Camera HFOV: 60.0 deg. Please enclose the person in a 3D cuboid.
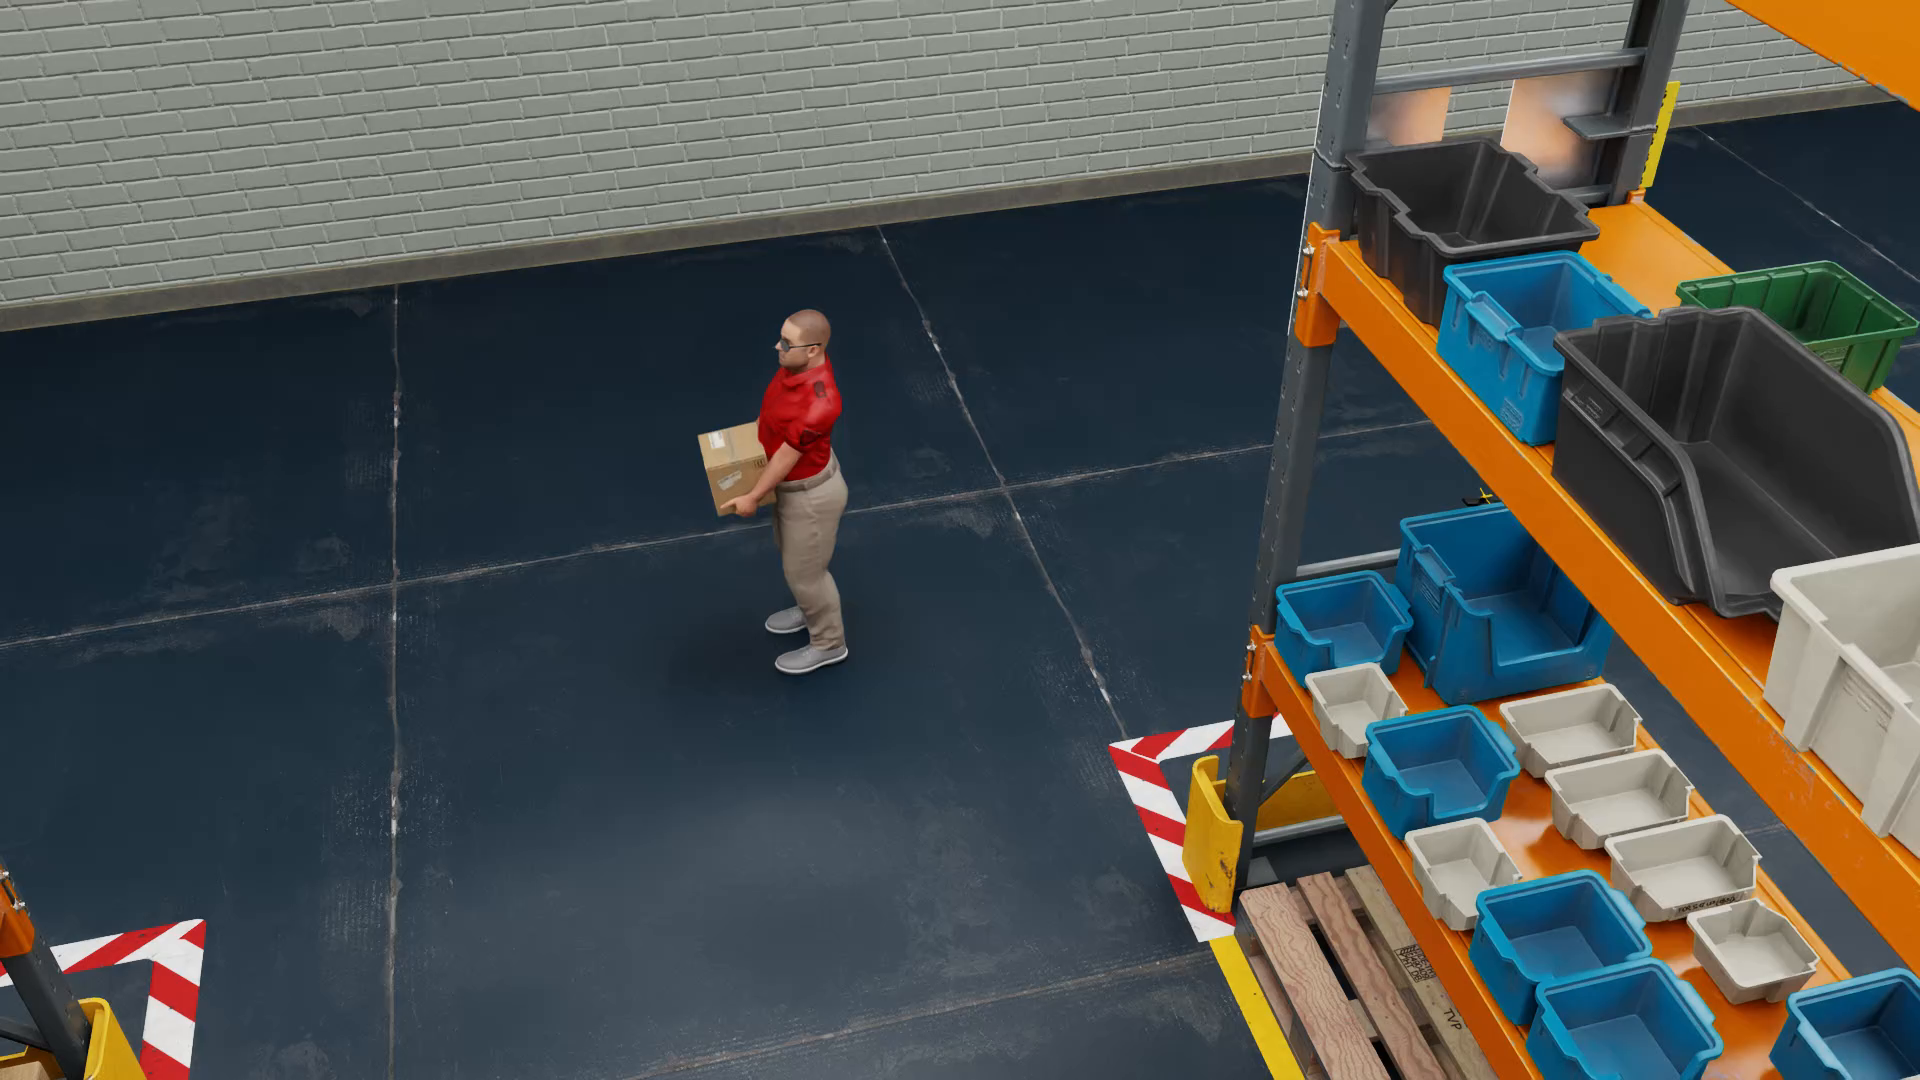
[{"bbox_3d":[-0.747,-0.192,6.984,0.538,1.719,0.493,-9,39,-11],"label":"person"}]
